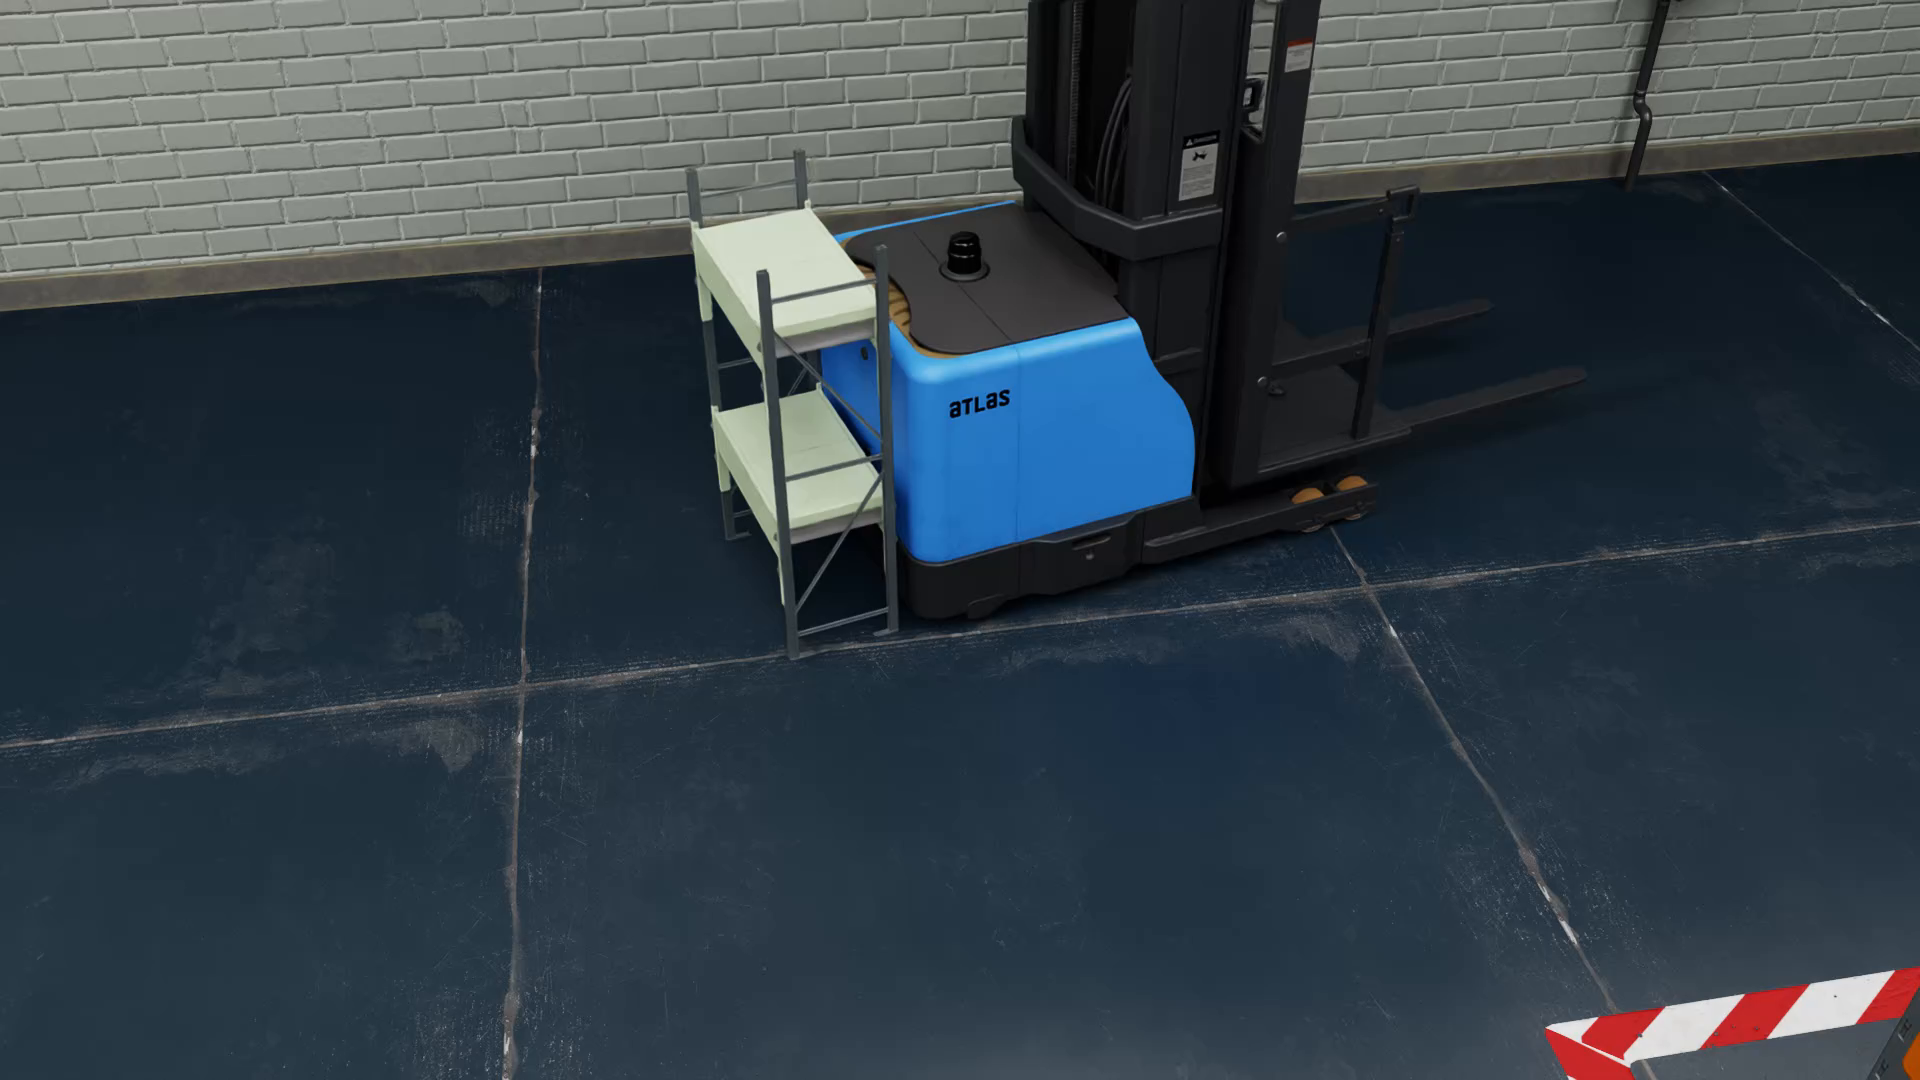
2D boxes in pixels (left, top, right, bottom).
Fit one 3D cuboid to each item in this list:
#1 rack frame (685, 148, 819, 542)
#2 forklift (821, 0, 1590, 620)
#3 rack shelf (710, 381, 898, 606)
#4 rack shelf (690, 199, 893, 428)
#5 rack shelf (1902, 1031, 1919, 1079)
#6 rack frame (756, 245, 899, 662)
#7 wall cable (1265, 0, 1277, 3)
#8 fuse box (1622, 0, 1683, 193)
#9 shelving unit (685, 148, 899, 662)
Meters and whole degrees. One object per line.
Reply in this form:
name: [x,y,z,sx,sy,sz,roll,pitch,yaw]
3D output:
rack frame: [-0.695,-0.640,5.852,0.400,1.500,0.023,-15,40,-18]
forklift: [1.039,-1.469,5.752,3.031,2.935,1.130,-15,40,-18]
rack shelf: [-0.549,-0.177,5.787,0.431,0.370,0.720,-15,40,-18]
rack shelf: [-0.549,-0.743,5.347,0.431,0.370,0.720,-15,40,-18]
rack shelf: [2.742,2.060,1.740,1.077,0.370,4.000,-6,38,-8]
rack frame: [-0.403,-0.228,5.322,0.400,1.500,0.023,-15,40,-18]
wall cable: [1.380,-3.249,7.133,0.585,1.953,0.123,-6,38,-8]
fuse box: [3.474,-2.464,8.027,0.539,1.711,0.414,-6,38,-8]
shelving unit: [-0.549,-0.434,5.587,0.431,1.500,0.755,-15,40,-18]
